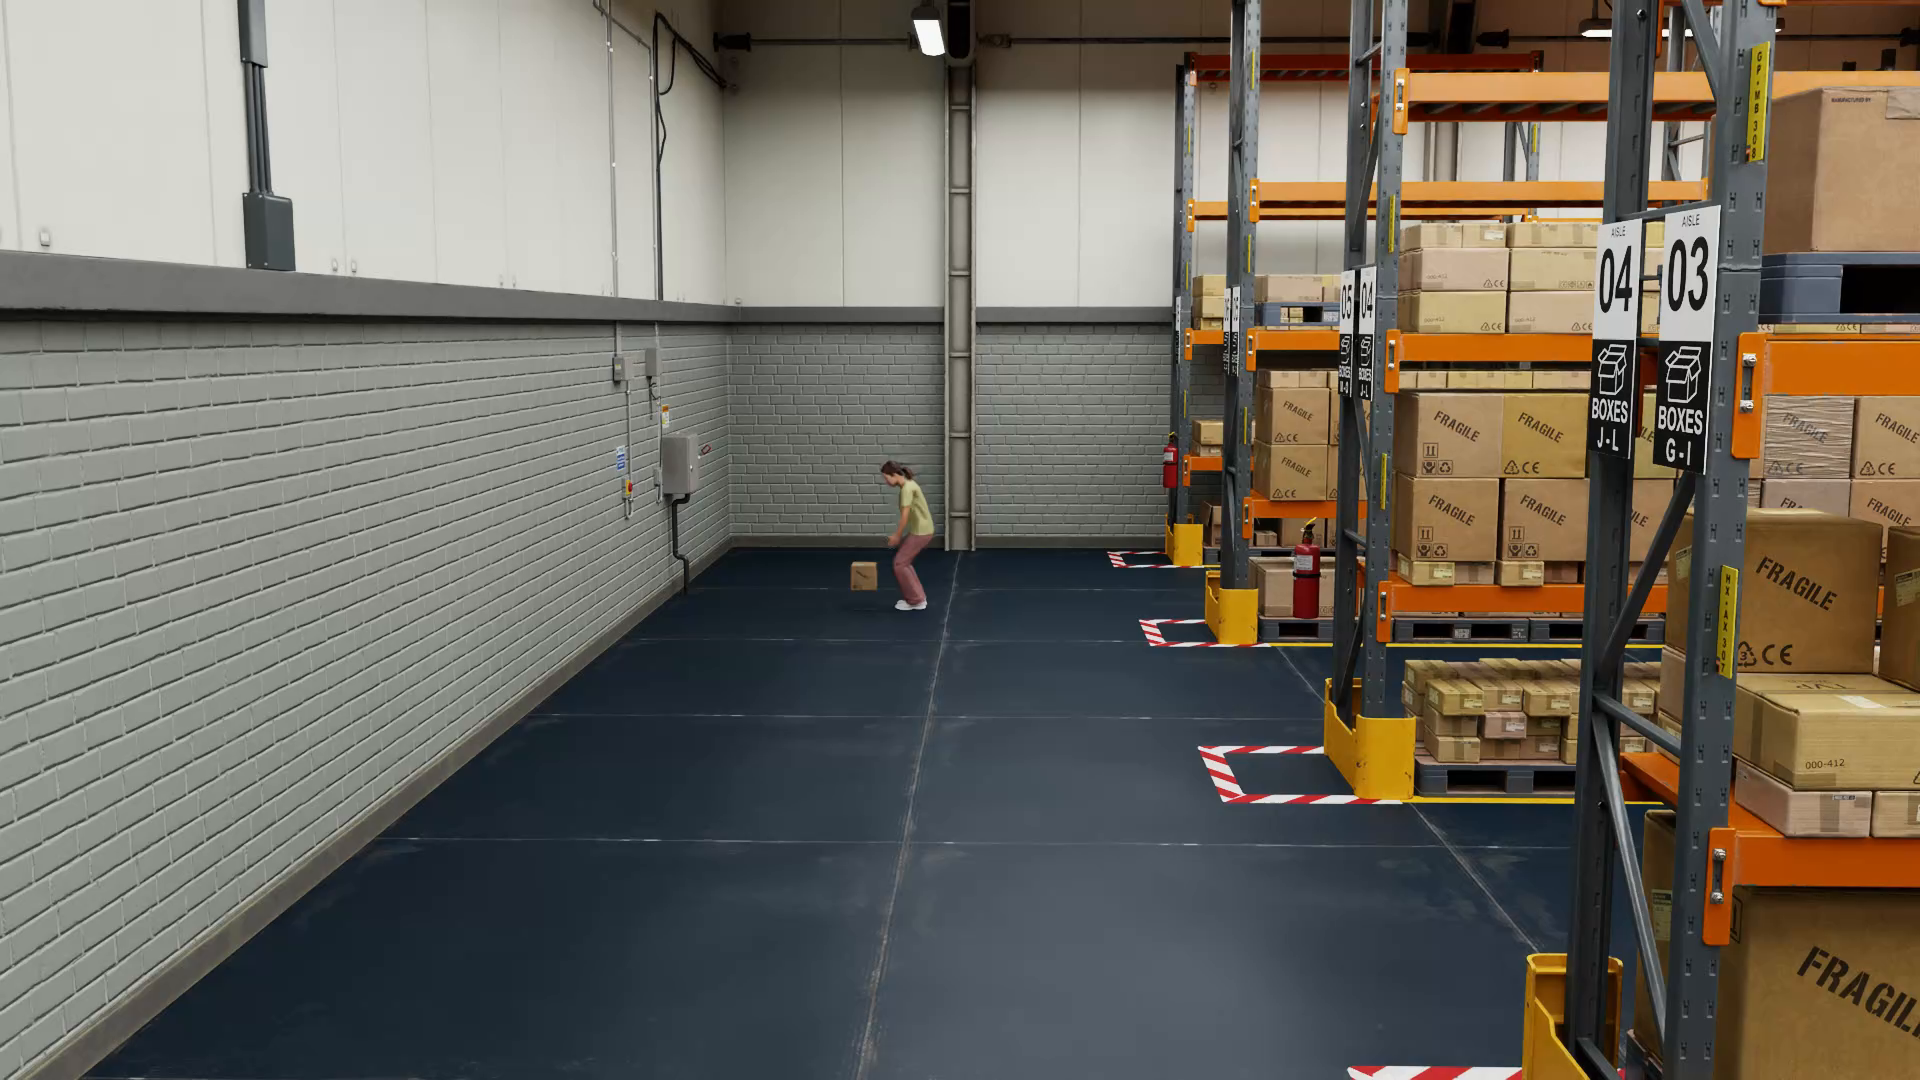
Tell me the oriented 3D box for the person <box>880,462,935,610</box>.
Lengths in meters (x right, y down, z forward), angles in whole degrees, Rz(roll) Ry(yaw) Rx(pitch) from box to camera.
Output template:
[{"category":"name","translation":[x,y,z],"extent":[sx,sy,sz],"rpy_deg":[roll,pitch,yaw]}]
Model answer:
[{"category":"person","translation":[-0.534,-0.041,16.847],"extent":[0.554,1.493,0.502],"rpy_deg":[0,7,2]}]
